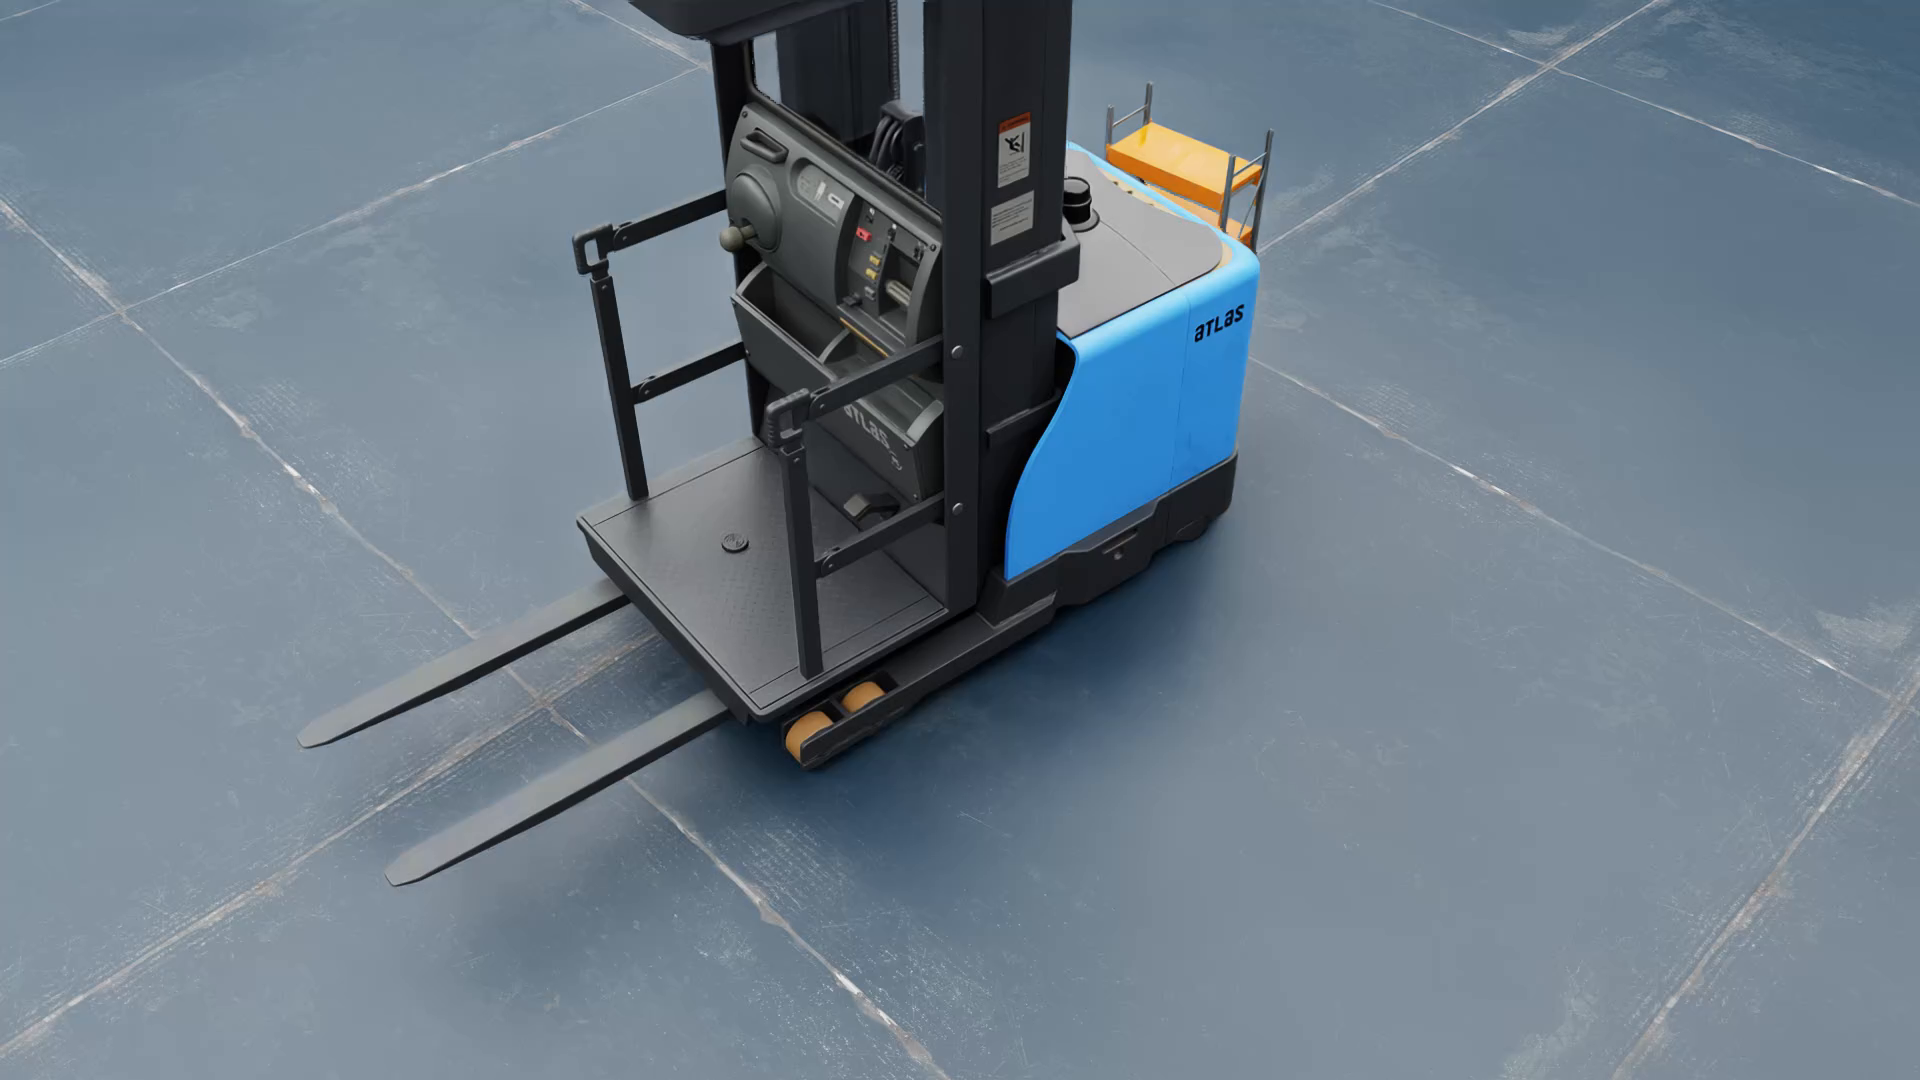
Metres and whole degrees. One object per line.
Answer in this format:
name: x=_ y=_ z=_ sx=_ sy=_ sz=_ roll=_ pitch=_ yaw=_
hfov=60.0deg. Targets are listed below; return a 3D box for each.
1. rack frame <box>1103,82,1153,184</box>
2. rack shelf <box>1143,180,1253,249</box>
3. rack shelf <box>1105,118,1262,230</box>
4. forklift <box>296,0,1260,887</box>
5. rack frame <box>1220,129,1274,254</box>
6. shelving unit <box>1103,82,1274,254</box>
rack frame: x=0.568 y=-1.055 z=6.004 sx=0.015 sy=1.200 sz=0.240 roll=31 pitch=50 yaw=29
rack shelf: x=0.753 y=-1.062 z=5.781 sx=0.480 sy=0.148 sz=0.258 roll=31 pitch=50 yaw=29
rack shelf: x=0.756 y=-1.238 z=5.623 sx=0.480 sy=0.148 sz=0.258 roll=31 pitch=50 yaw=29
forklift: x=-0.525 y=-0.803 z=4.460 sx=3.031 sy=2.935 sz=1.130 roll=-28 pitch=50 yaw=-27
rack frame: x=0.935 y=-0.836 z=5.767 sx=0.015 sy=1.200 sz=0.240 roll=31 pitch=50 yaw=29
shelving unit: x=0.752 y=-0.946 z=5.885 sx=0.503 sy=1.200 sz=0.258 roll=31 pitch=50 yaw=29
